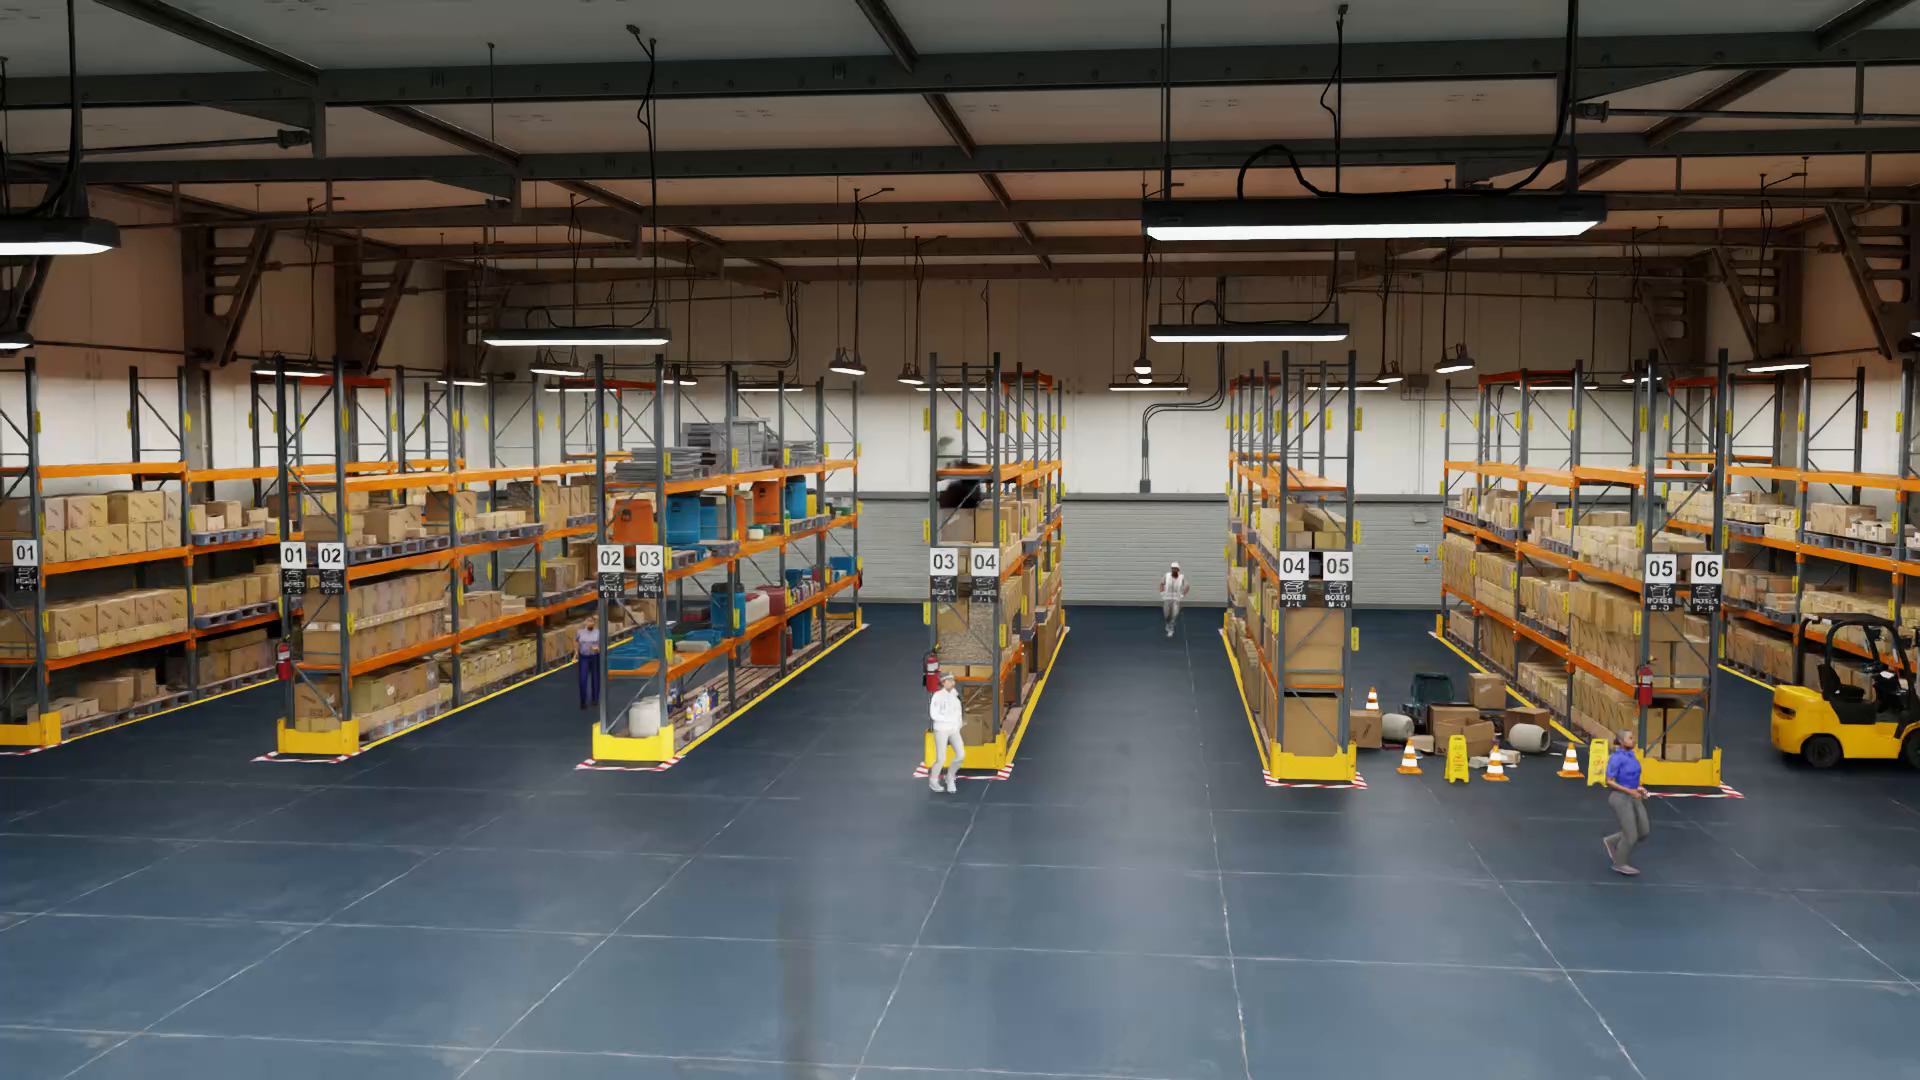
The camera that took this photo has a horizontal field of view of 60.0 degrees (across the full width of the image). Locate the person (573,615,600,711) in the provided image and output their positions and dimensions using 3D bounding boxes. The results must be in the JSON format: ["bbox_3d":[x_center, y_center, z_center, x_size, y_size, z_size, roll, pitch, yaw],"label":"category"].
[{"bbox_3d":[-6.445,2.144,28.945,0.578,1.671,0.682,-1,4,-11],"label":"person"}]

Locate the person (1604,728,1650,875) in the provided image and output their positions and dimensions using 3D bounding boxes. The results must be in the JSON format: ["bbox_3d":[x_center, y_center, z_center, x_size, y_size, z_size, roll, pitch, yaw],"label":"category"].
[{"bbox_3d":[7.396,2.894,18.448,0.572,1.606,0.557,-3,5,-40],"label":"person"}]

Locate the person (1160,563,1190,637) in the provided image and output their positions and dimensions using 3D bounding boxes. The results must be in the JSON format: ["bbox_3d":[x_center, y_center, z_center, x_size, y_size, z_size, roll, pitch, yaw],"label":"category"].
[{"bbox_3d":[5.031,1.387,38.993,0.699,1.737,0.624,1,4,10],"label":"person"}]

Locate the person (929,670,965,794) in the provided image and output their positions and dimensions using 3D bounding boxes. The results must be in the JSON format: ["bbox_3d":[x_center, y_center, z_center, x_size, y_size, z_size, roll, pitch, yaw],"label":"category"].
[{"bbox_3d":[-0.143,2.589,22.418,0.637,1.706,0.661,-3,5,-38],"label":"person"}]
